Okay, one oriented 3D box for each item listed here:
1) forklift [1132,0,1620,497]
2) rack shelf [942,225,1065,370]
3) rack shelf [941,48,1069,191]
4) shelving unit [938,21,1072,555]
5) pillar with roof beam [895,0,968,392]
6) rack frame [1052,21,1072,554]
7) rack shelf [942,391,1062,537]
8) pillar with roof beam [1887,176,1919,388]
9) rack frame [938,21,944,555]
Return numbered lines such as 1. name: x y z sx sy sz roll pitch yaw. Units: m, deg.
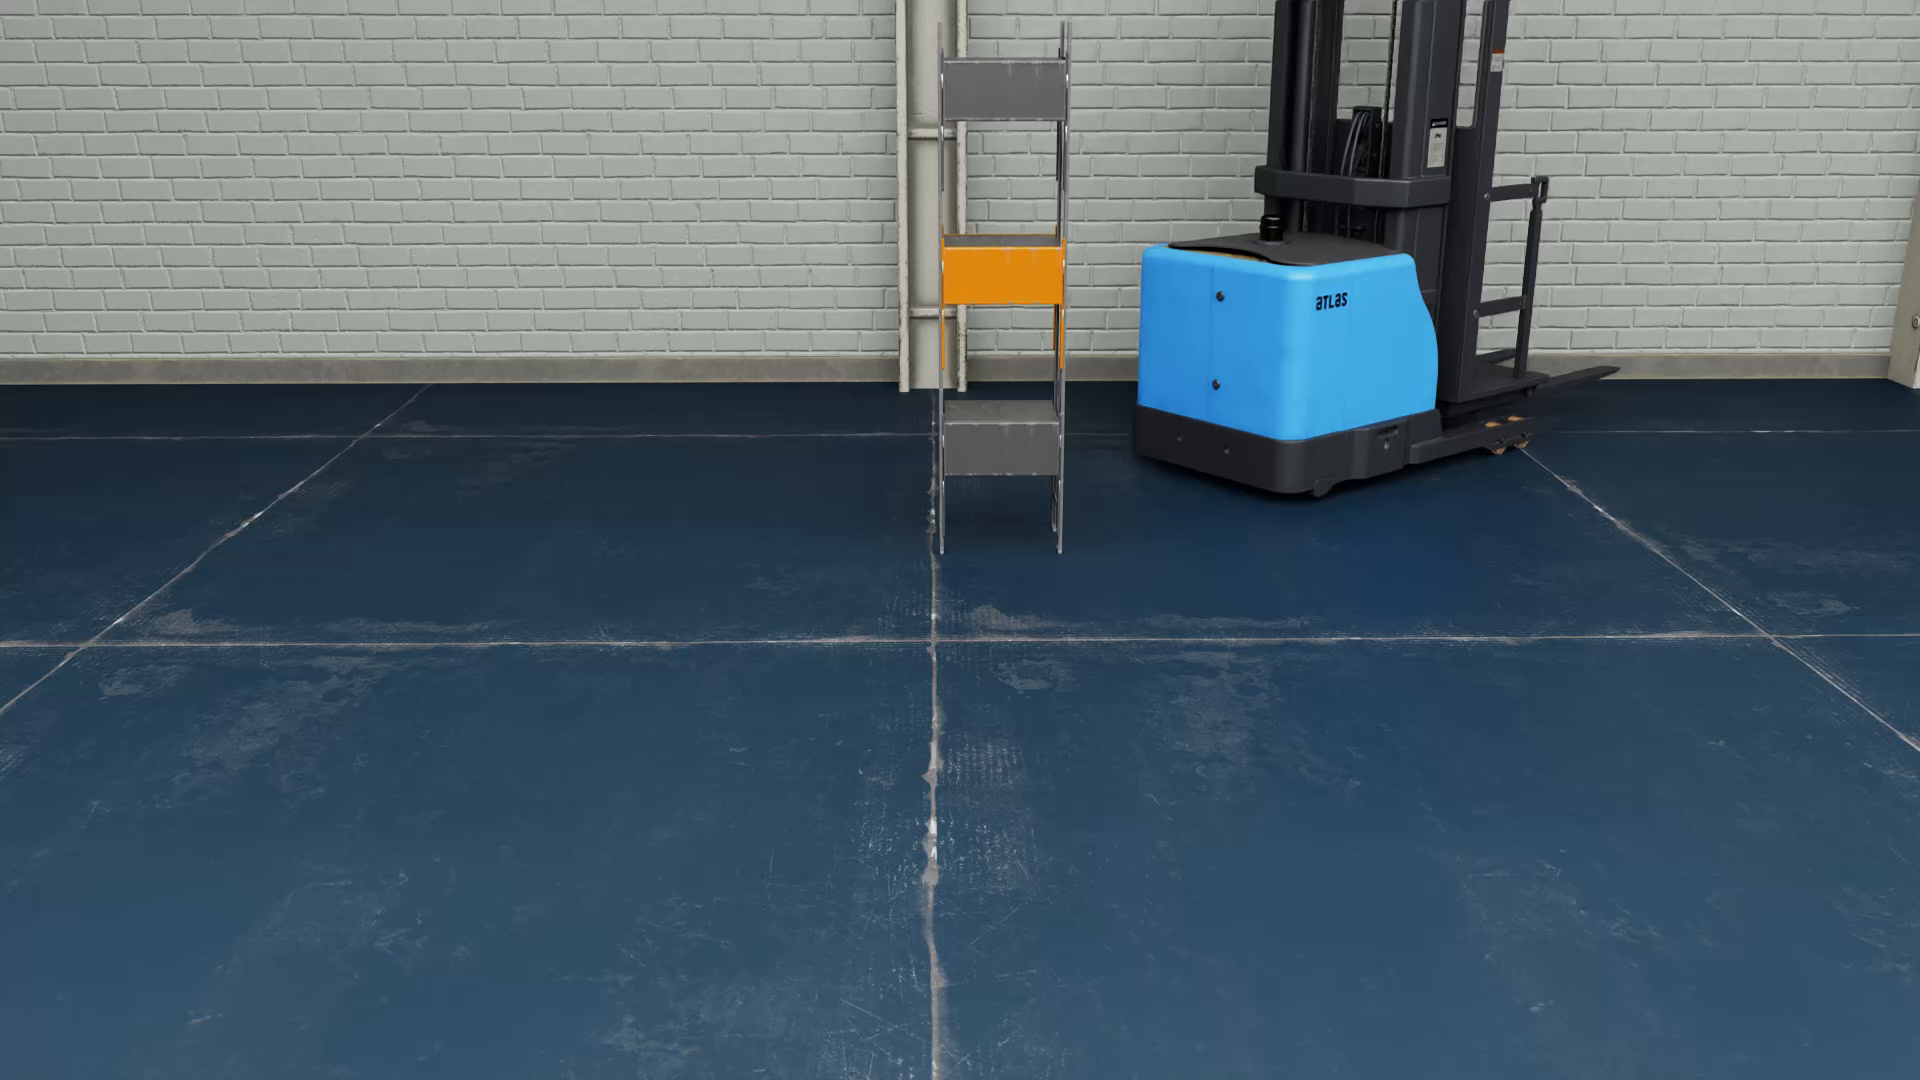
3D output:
1. forklift: 2.314 -1.937 8.286 3.031 2.935 1.130 -14 22 -37
2. rack shelf: 0.166 -0.988 6.733 0.480 0.518 0.431 0 18 -1
3. rack shelf: 0.166 -1.654 6.520 0.480 0.518 0.431 0 18 -1
4. shelving unit: 0.166 -1.001 6.729 0.503 2.100 0.431 0 18 -1
5. pillar with roof beam: -0.092 -3.889 4.437 0.400 9.000 9.100 0 18 -1
6. rack frame: 0.409 -1.002 6.733 0.015 2.100 0.400 0 18 -1
7. rack shelf: 0.166 -0.321 6.947 0.480 0.518 0.431 0 18 -1
8. pillar with roof beam: 5.907 -3.918 4.528 0.400 9.000 9.100 0 18 -1
9. rack frame: -0.078 -0.999 6.726 0.015 2.100 0.400 0 18 -1
